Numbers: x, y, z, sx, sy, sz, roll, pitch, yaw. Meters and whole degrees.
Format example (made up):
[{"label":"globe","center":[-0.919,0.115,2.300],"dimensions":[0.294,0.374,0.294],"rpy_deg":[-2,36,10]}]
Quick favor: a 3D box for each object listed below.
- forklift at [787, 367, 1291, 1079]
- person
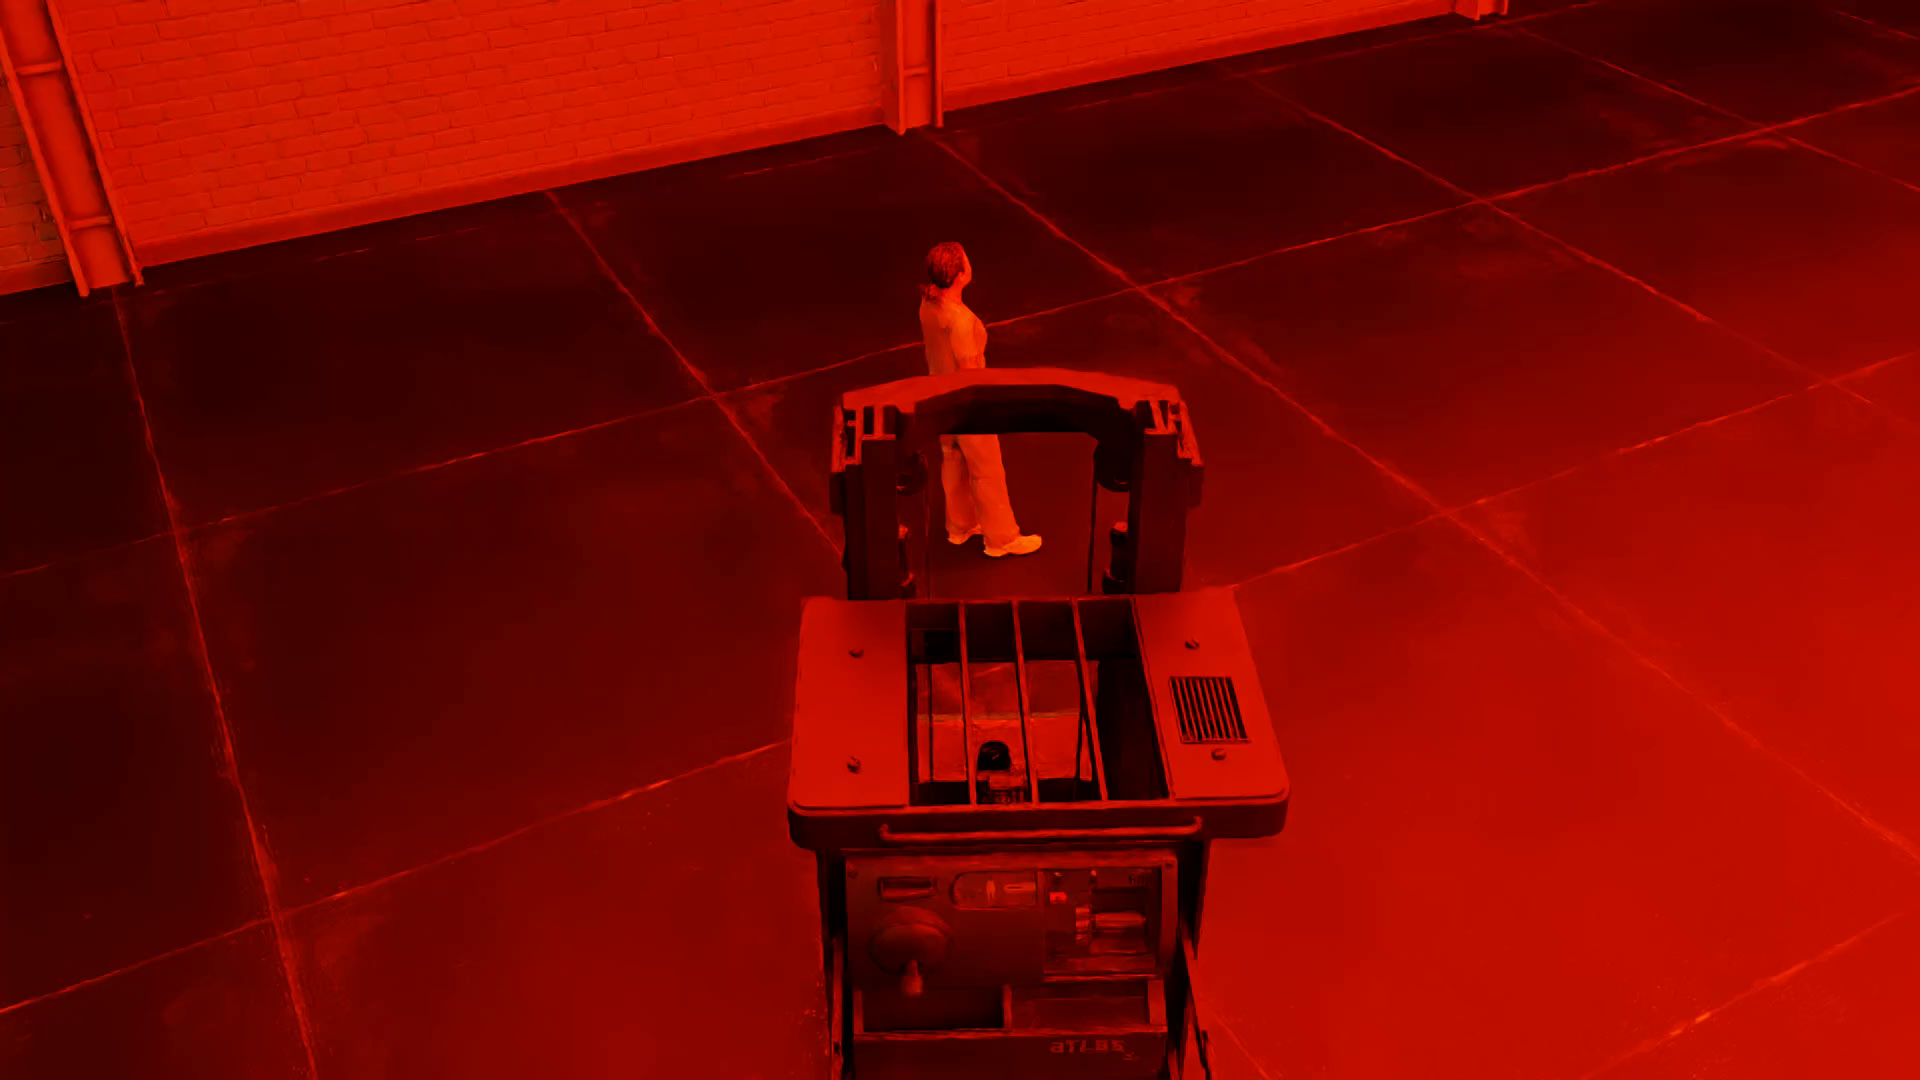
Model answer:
[{"label":"forklift","center":[0.156,1.142,4.507],"dimensions":[1.130,2.935,3.031],"rpy_deg":[-1,35,-2]},{"label":"person","center":[0.071,-0.703,8.193],"dimensions":[0.548,1.674,0.550],"rpy_deg":[-17,39,-23]}]
